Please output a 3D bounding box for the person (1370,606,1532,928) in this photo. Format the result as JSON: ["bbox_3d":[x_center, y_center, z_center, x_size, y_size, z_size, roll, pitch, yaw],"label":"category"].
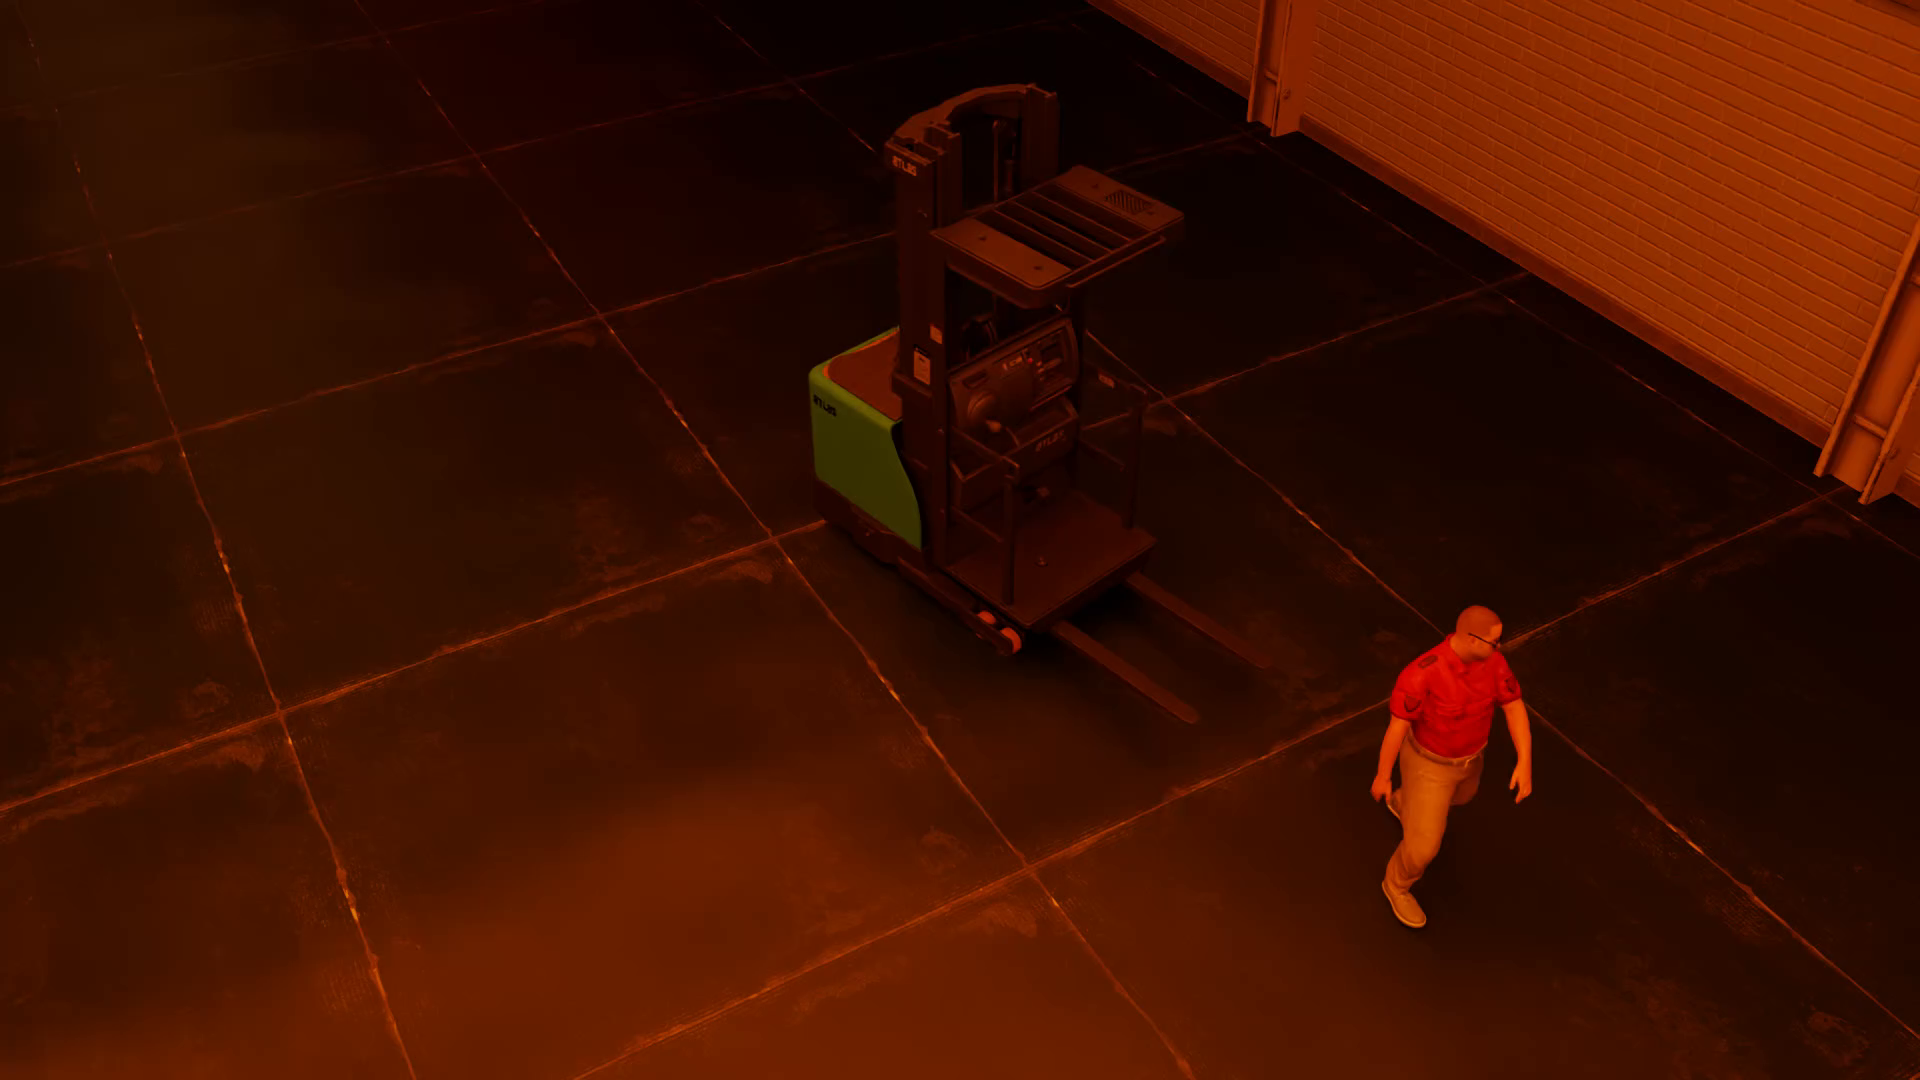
[{"bbox_3d":[2.258,1.045,7.786,0.722,1.639,0.812,-23,45,-25],"label":"person"}]

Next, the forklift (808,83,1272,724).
[{"bbox_3d":[0.449,-0.835,9.043,1.130,2.935,3.031,-31,49,-32],"label":"forklift"}]
